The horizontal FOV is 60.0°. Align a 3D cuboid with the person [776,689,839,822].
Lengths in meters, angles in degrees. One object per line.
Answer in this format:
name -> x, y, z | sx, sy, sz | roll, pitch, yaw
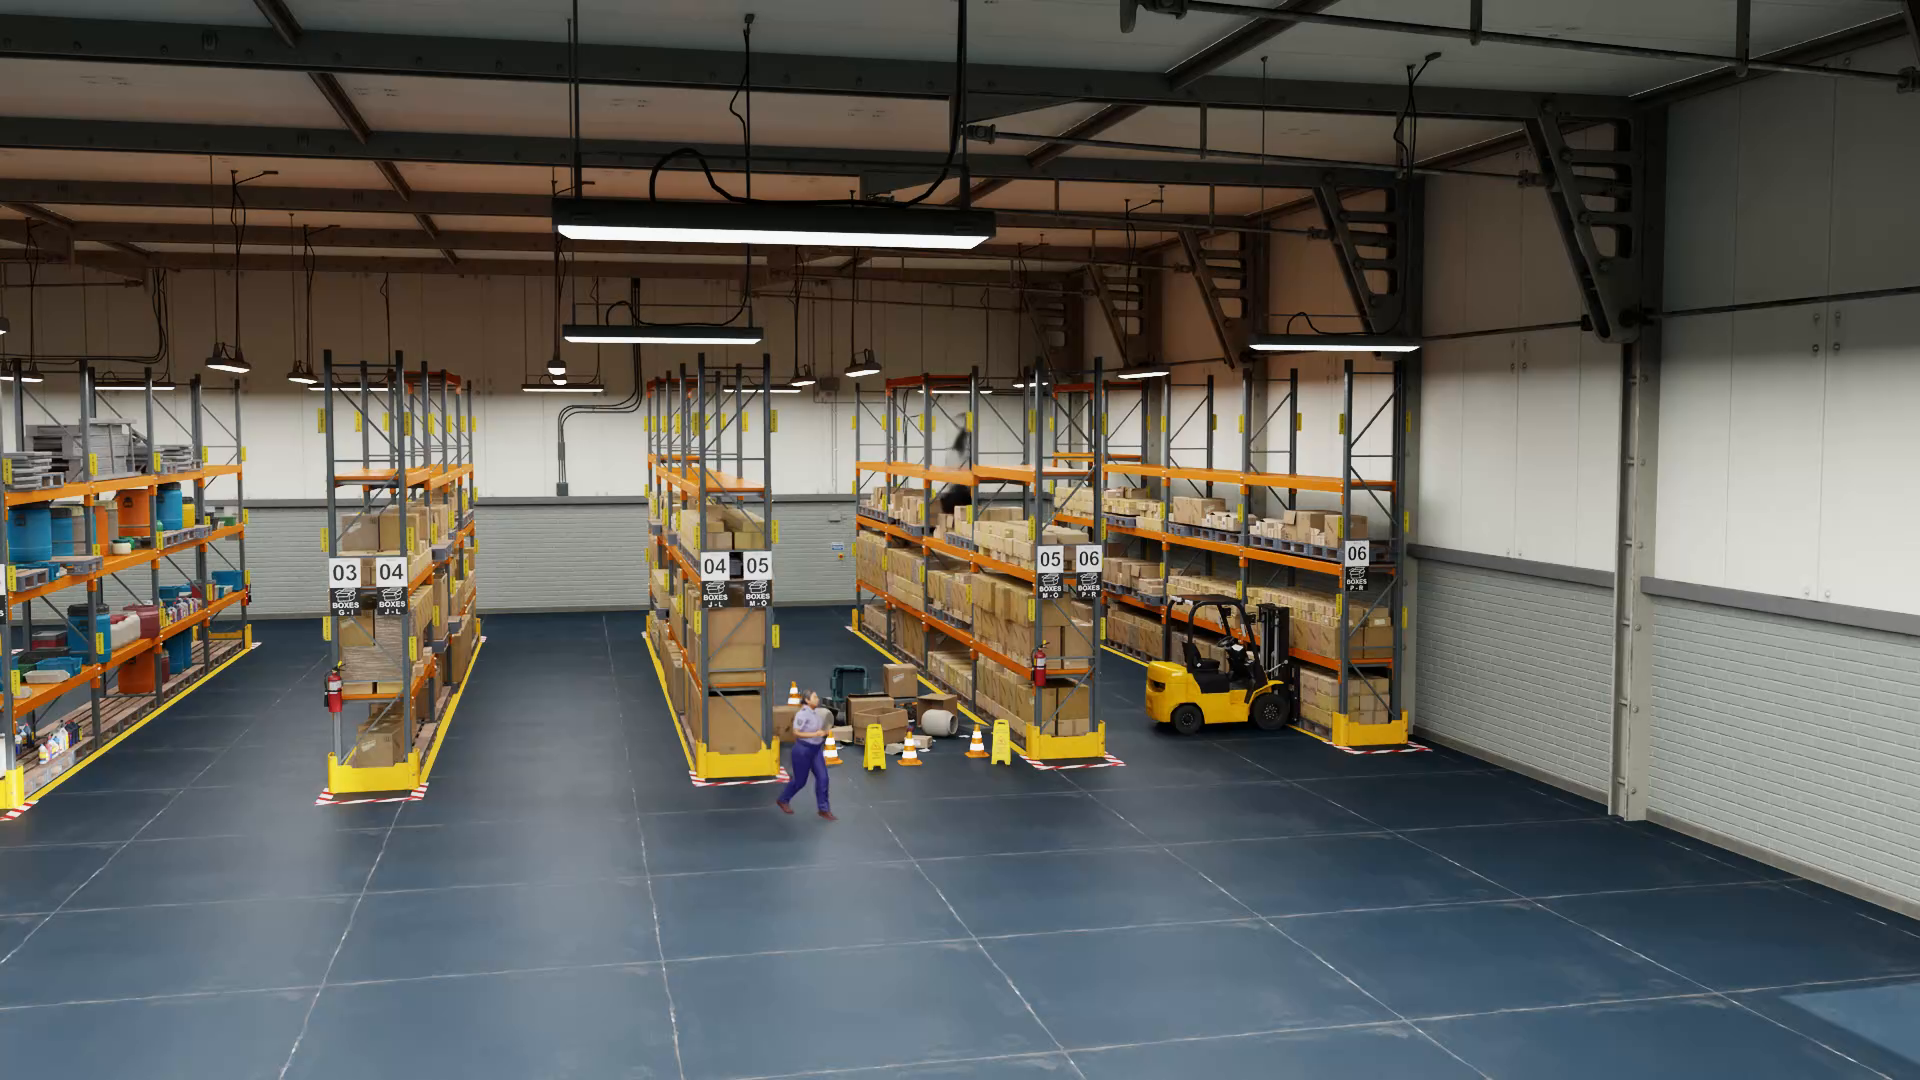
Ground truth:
person -> -1.960, 2.728, 21.019 | 0.864, 1.671, 0.585 | 2, 4, 26
